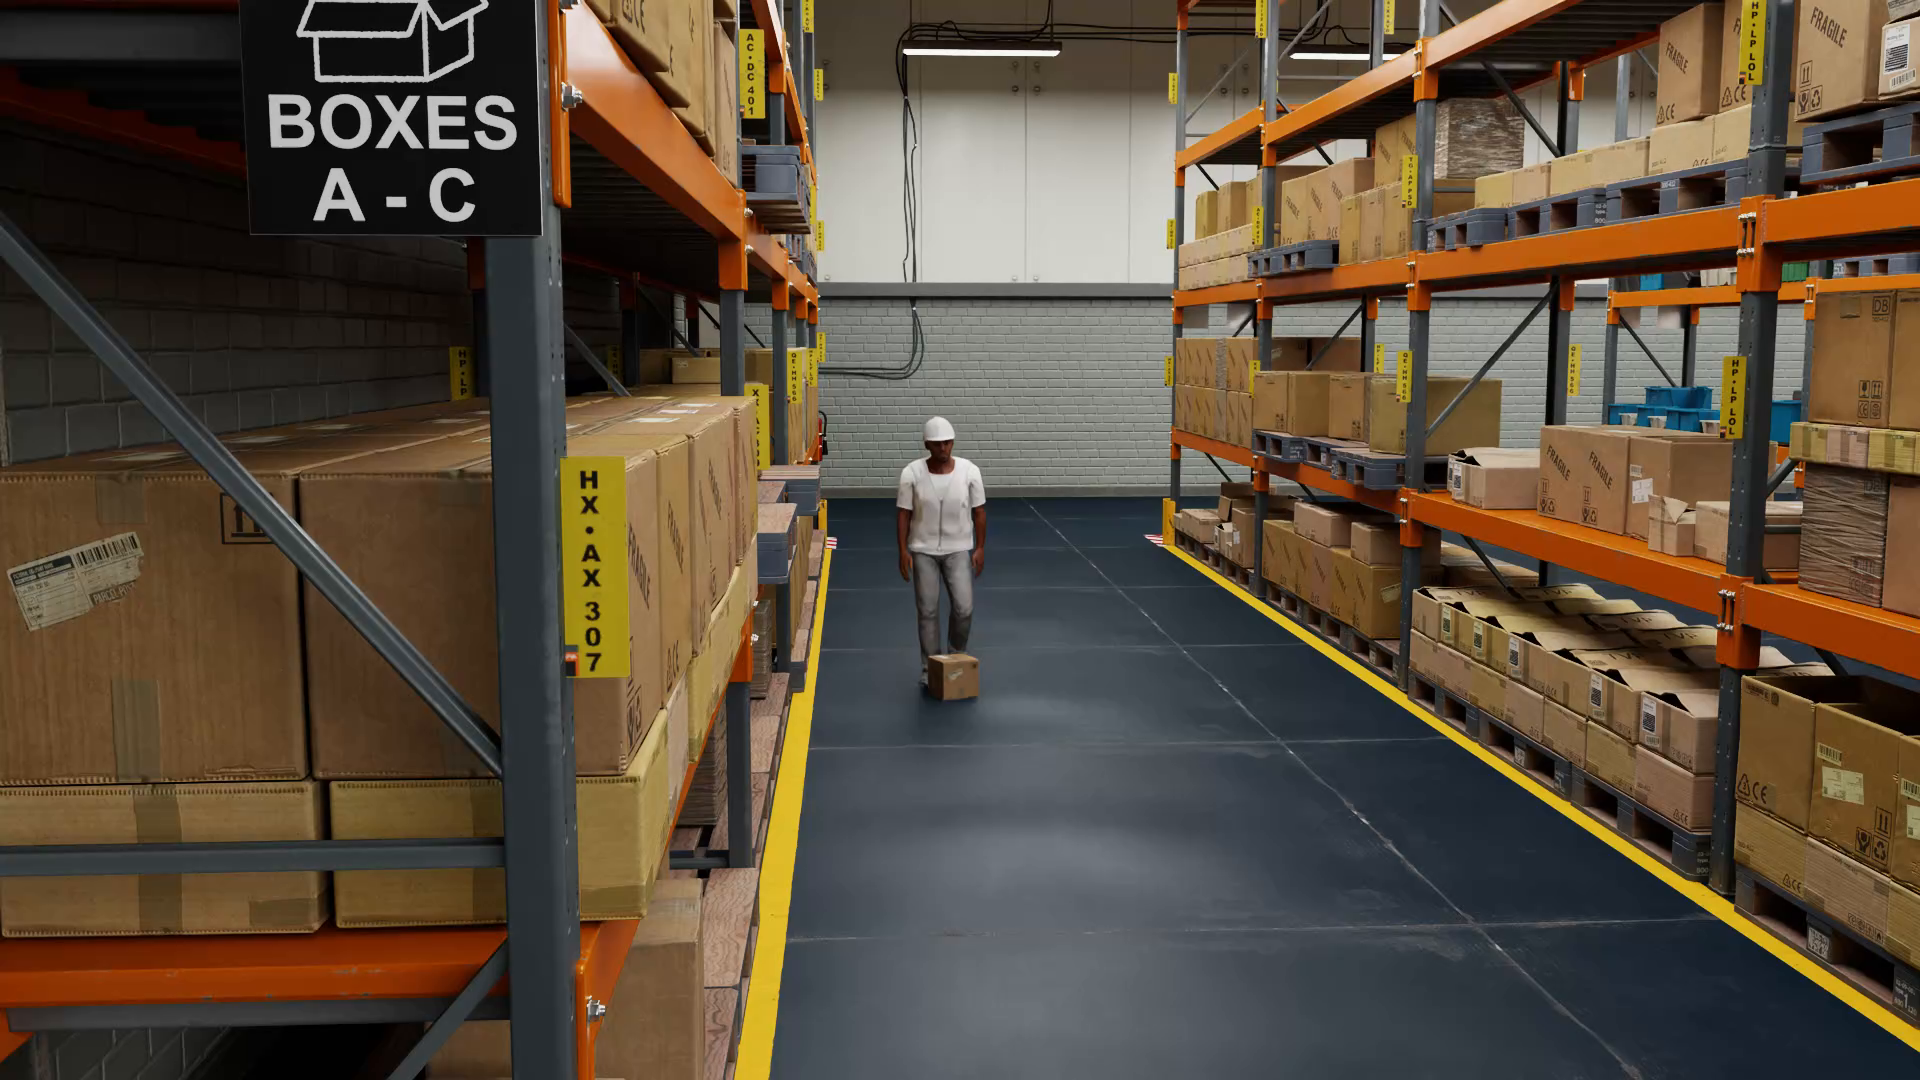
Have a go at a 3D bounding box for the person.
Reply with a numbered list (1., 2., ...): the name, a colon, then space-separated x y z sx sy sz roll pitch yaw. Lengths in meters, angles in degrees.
1. person: -0.121 0.089 10.809 0.585 1.779 0.463 0 7 0
